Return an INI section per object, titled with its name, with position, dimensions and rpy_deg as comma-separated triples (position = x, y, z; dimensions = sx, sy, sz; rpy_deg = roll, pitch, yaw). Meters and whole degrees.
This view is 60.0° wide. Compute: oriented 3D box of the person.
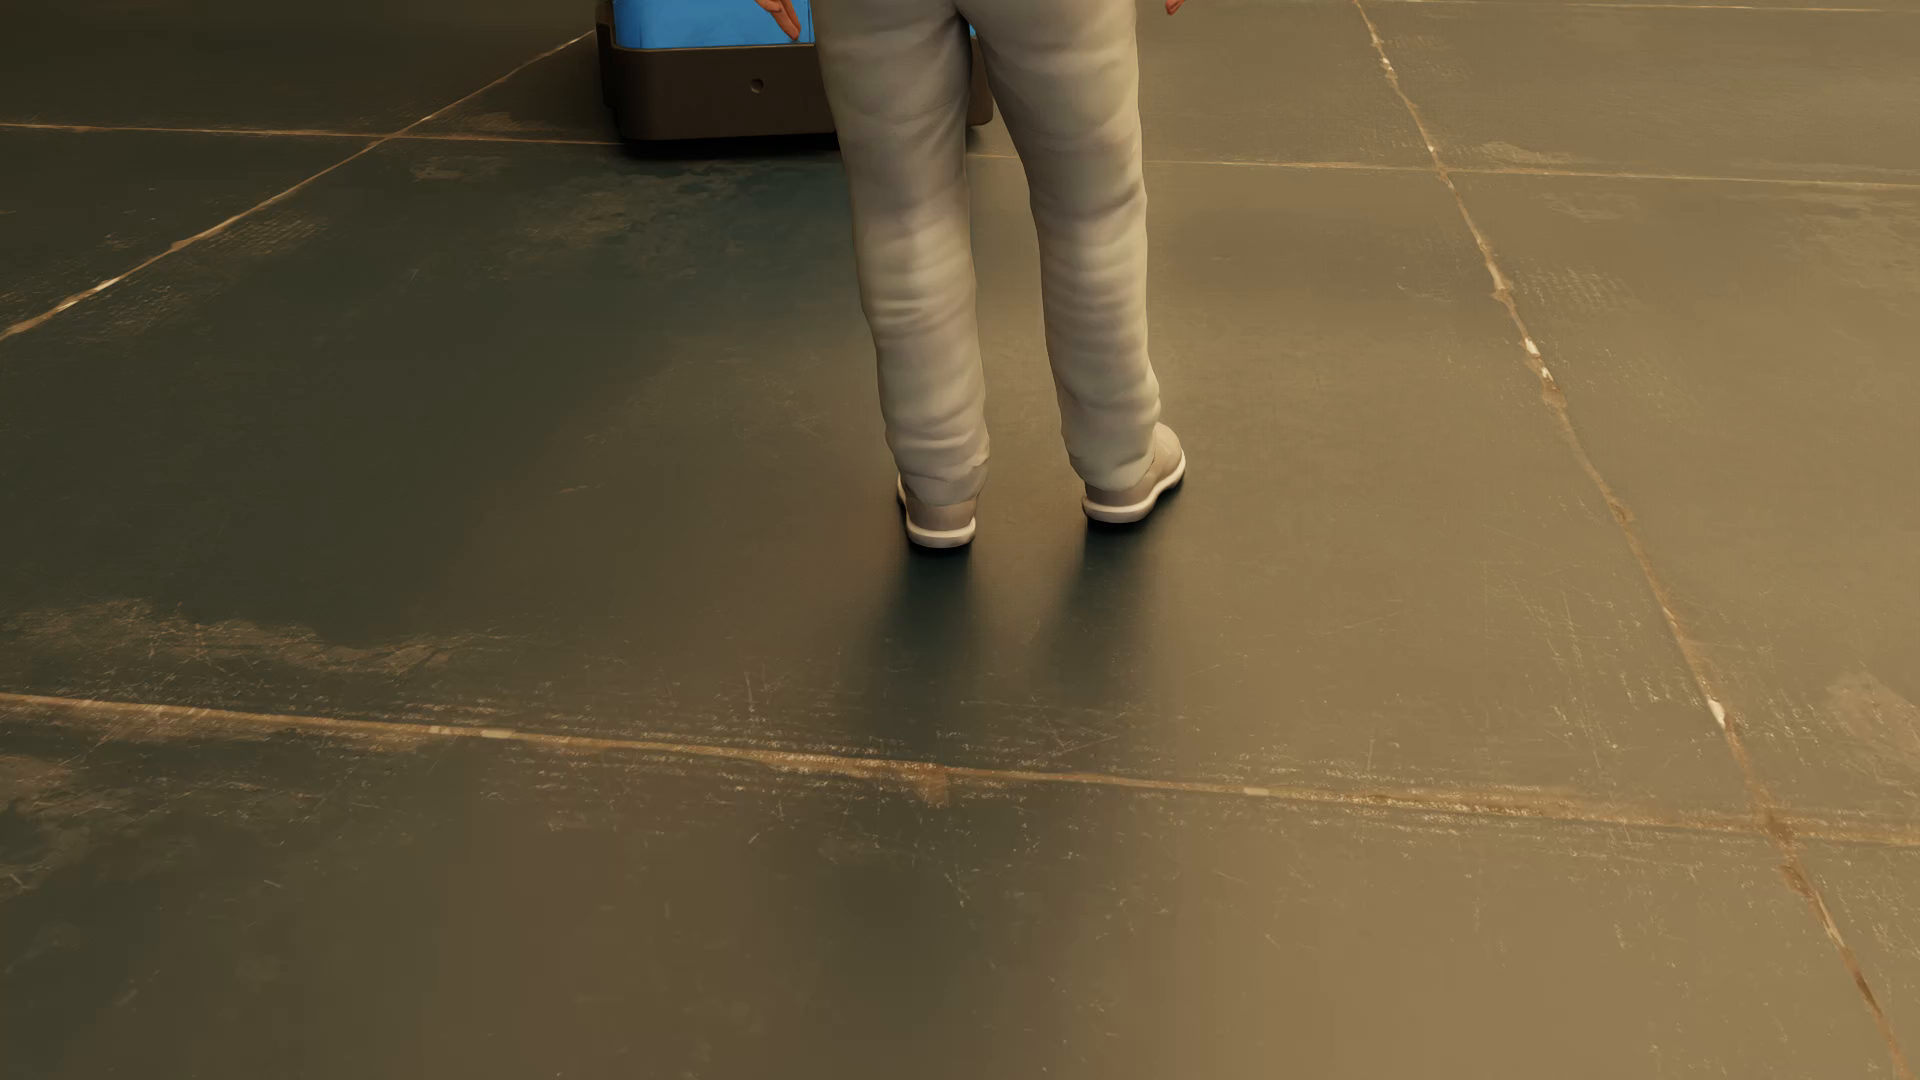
[person]
position = 0.022, -0.838, 2.167
dimensions = 0.641, 1.780, 0.574
rpy_deg = 3, 27, 7

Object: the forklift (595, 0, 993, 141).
[forklift]
position = -0.704, -3.029, 5.289
dimensions = 1.130, 2.935, 3.031
rpy_deg = -5, 27, -10
